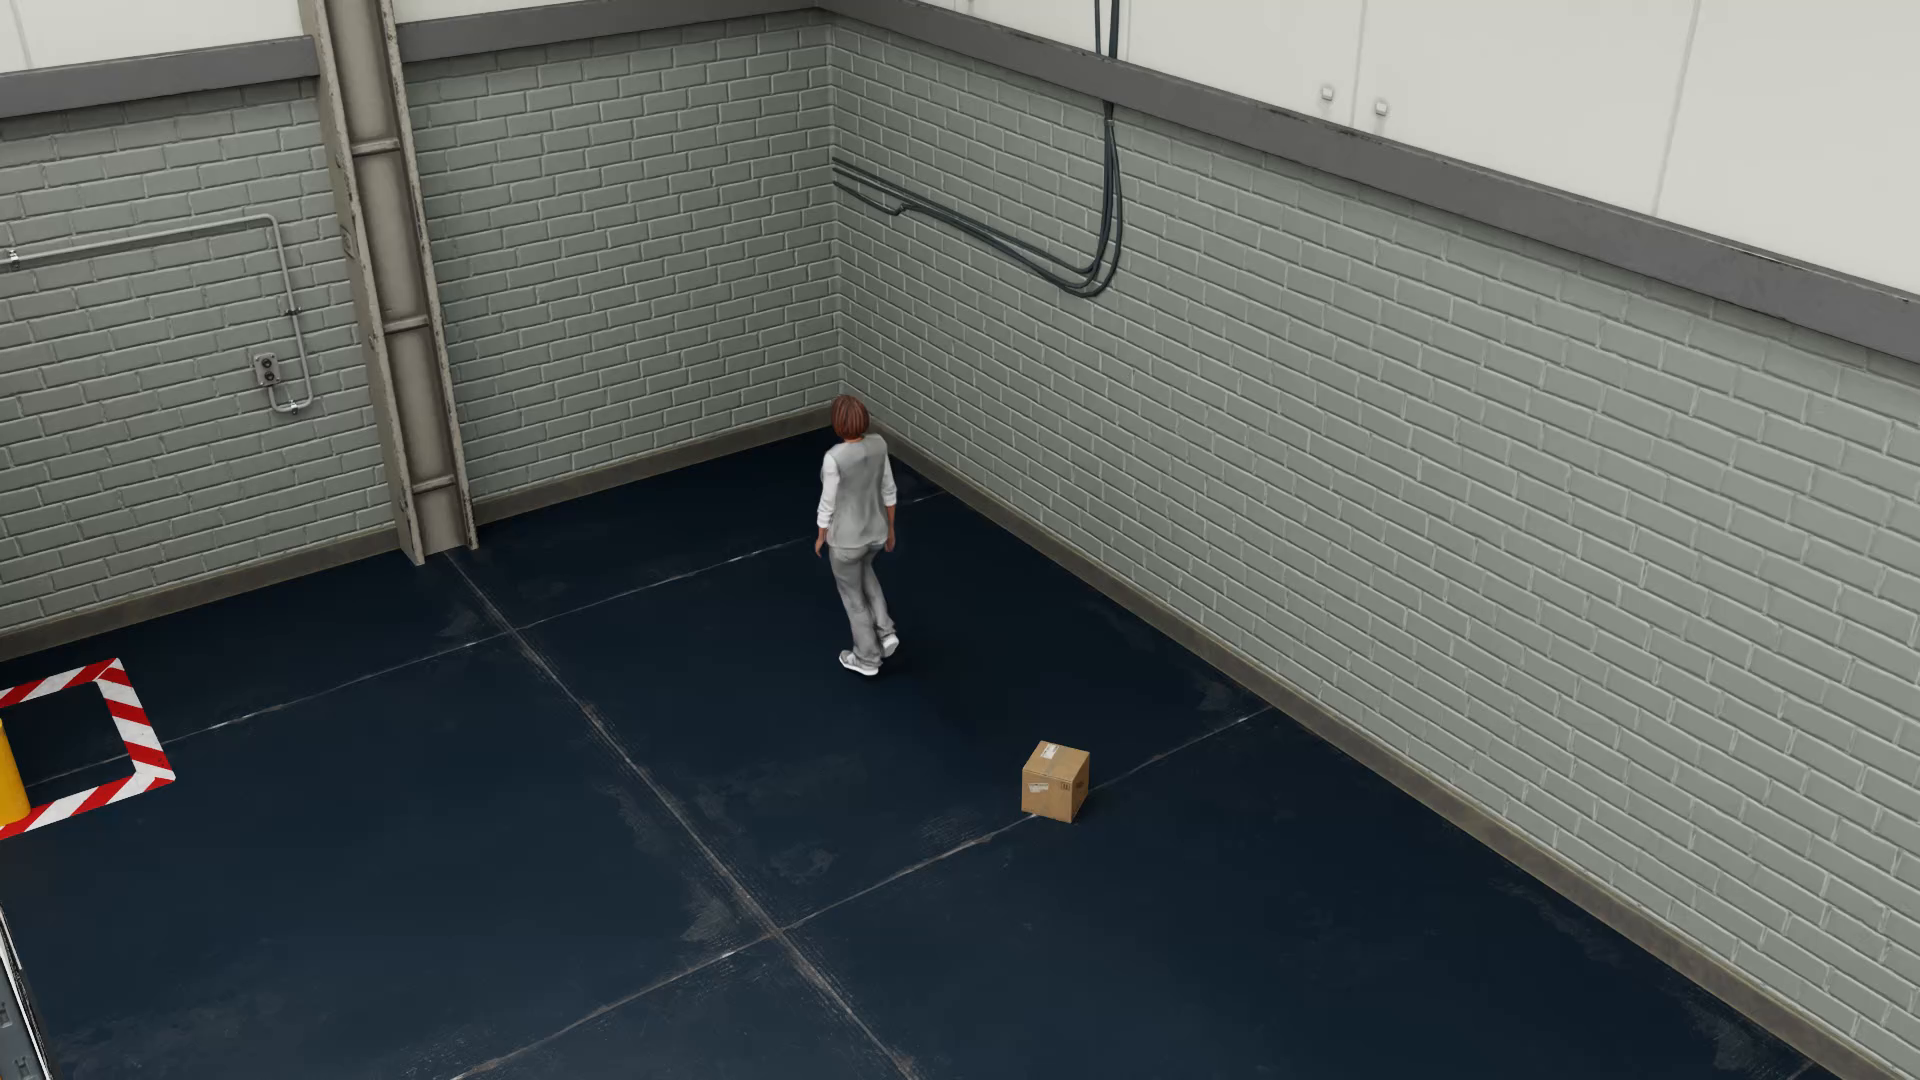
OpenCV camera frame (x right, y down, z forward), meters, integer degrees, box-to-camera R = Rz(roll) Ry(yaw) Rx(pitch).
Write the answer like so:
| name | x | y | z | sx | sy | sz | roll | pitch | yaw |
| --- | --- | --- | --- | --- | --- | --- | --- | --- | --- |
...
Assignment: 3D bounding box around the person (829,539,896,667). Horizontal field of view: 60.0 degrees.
| name | x | y | z | sx | sy | sz | roll | pitch | yaw |
| --- | --- | --- | --- | --- | --- | --- | --- | --- | --- |
| person | -0.541 | 0.260 | 8.797 | 0.362 | 0.789 | 0.386 | -23 | 36 | -35 |
